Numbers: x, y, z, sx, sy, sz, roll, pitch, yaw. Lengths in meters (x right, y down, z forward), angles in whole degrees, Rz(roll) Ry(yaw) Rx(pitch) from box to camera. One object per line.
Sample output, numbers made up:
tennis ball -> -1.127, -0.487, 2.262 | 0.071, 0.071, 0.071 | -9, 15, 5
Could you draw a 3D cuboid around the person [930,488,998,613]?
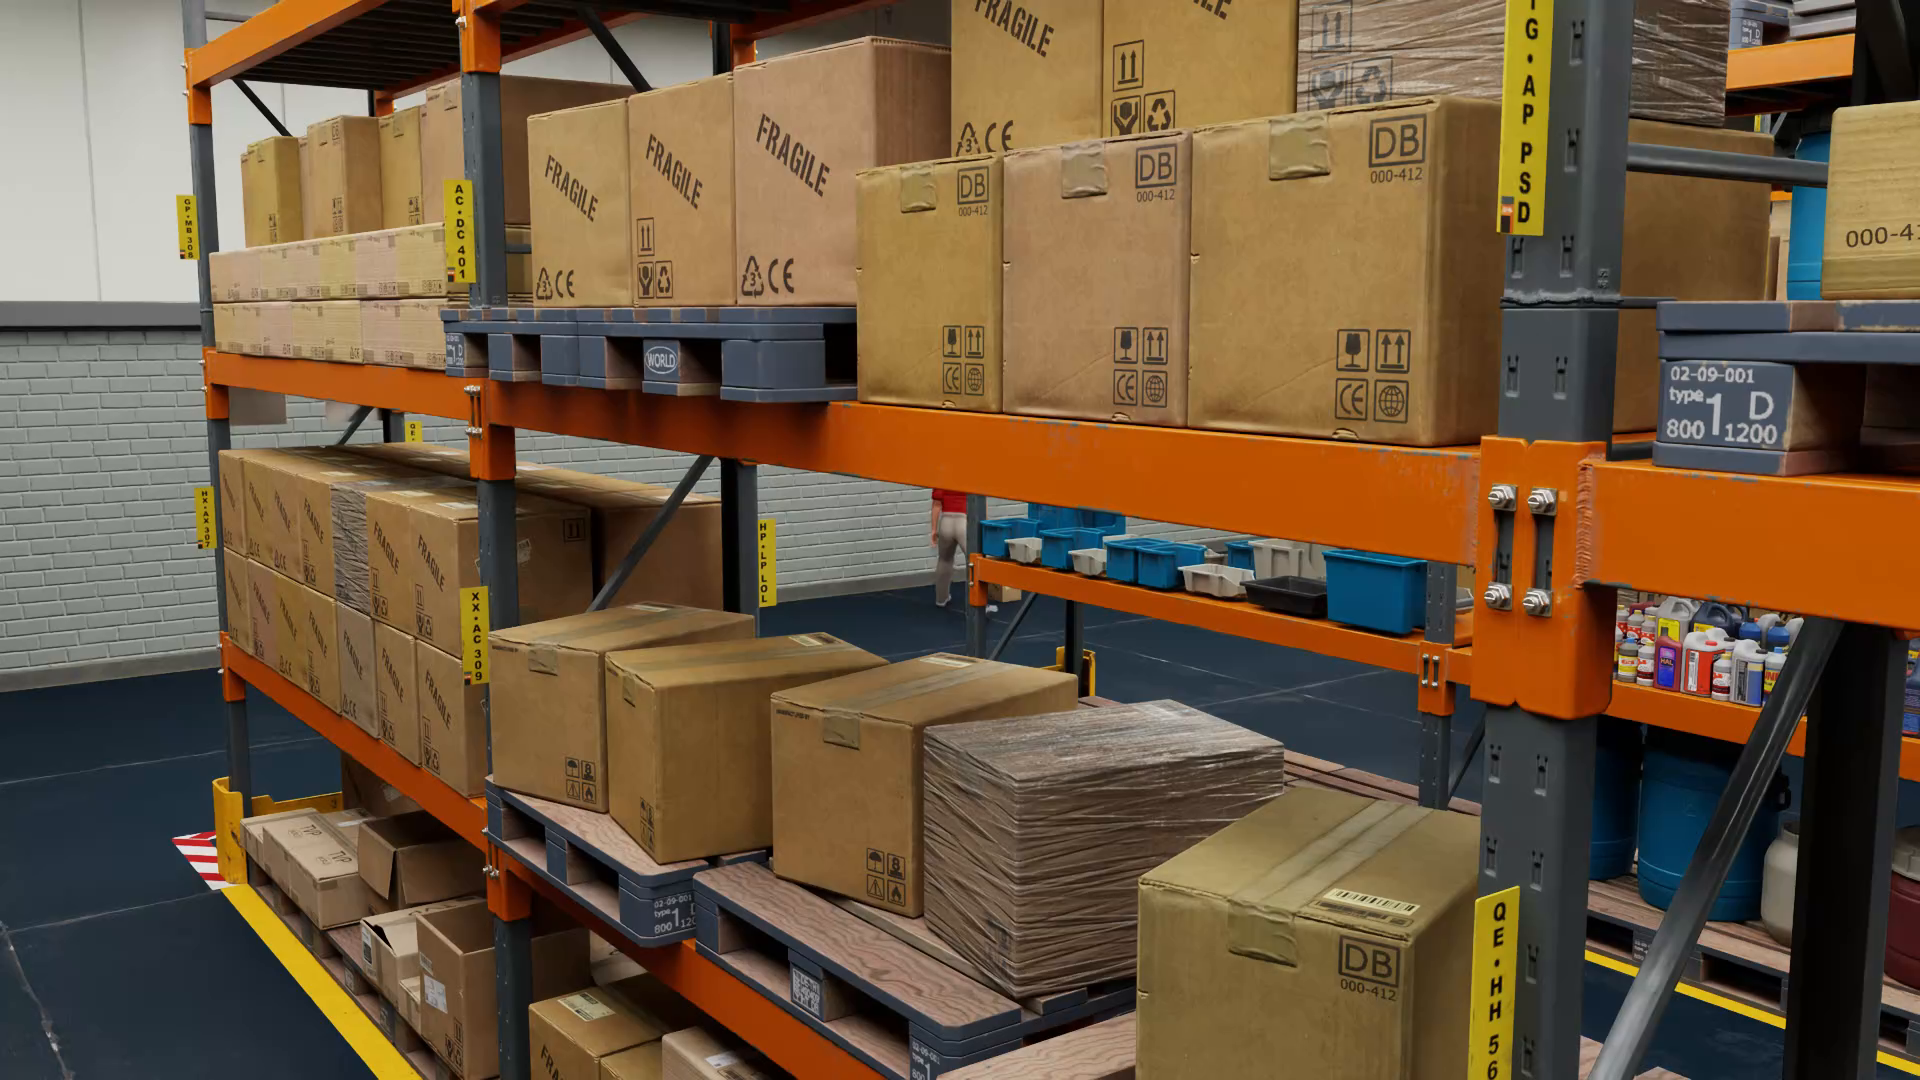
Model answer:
person -> 0.043, -0.114, 16.802 | 0.914, 1.677, 0.901 | 4, 8, 24
